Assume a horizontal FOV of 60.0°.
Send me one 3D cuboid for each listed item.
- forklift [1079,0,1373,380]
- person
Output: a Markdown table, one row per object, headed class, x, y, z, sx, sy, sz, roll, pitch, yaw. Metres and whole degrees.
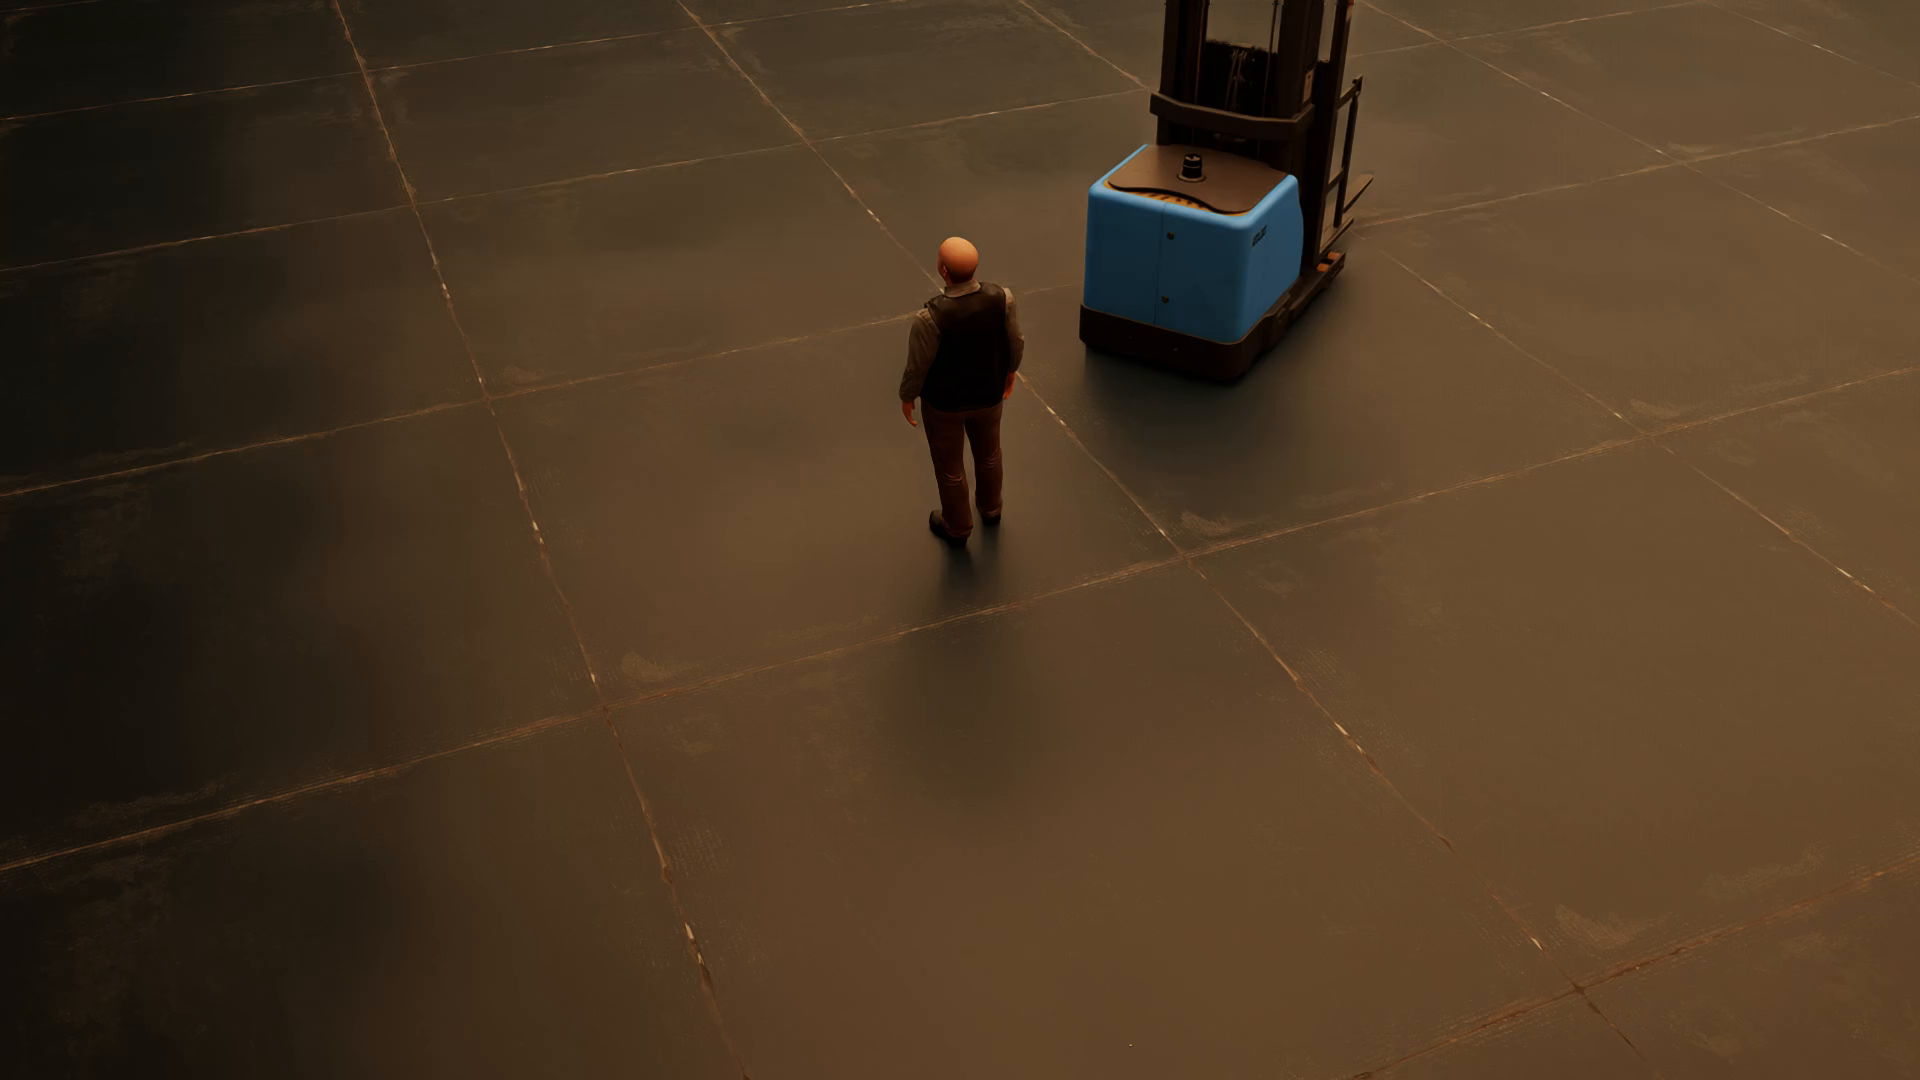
| class | x | y | z | sx | sy | sz | roll | pitch | yaw |
| --- | --- | --- | --- | --- | --- | --- | --- | --- | --- |
| forklift | 1.911 | -2.971 | 10.276 | 1.130 | 2.935 | 3.031 | 19 | 39 | 24 |
| person | -0.017 | -0.742 | 8.174 | 0.632 | 1.720 | 0.568 | -14 | 38 | -19 |
